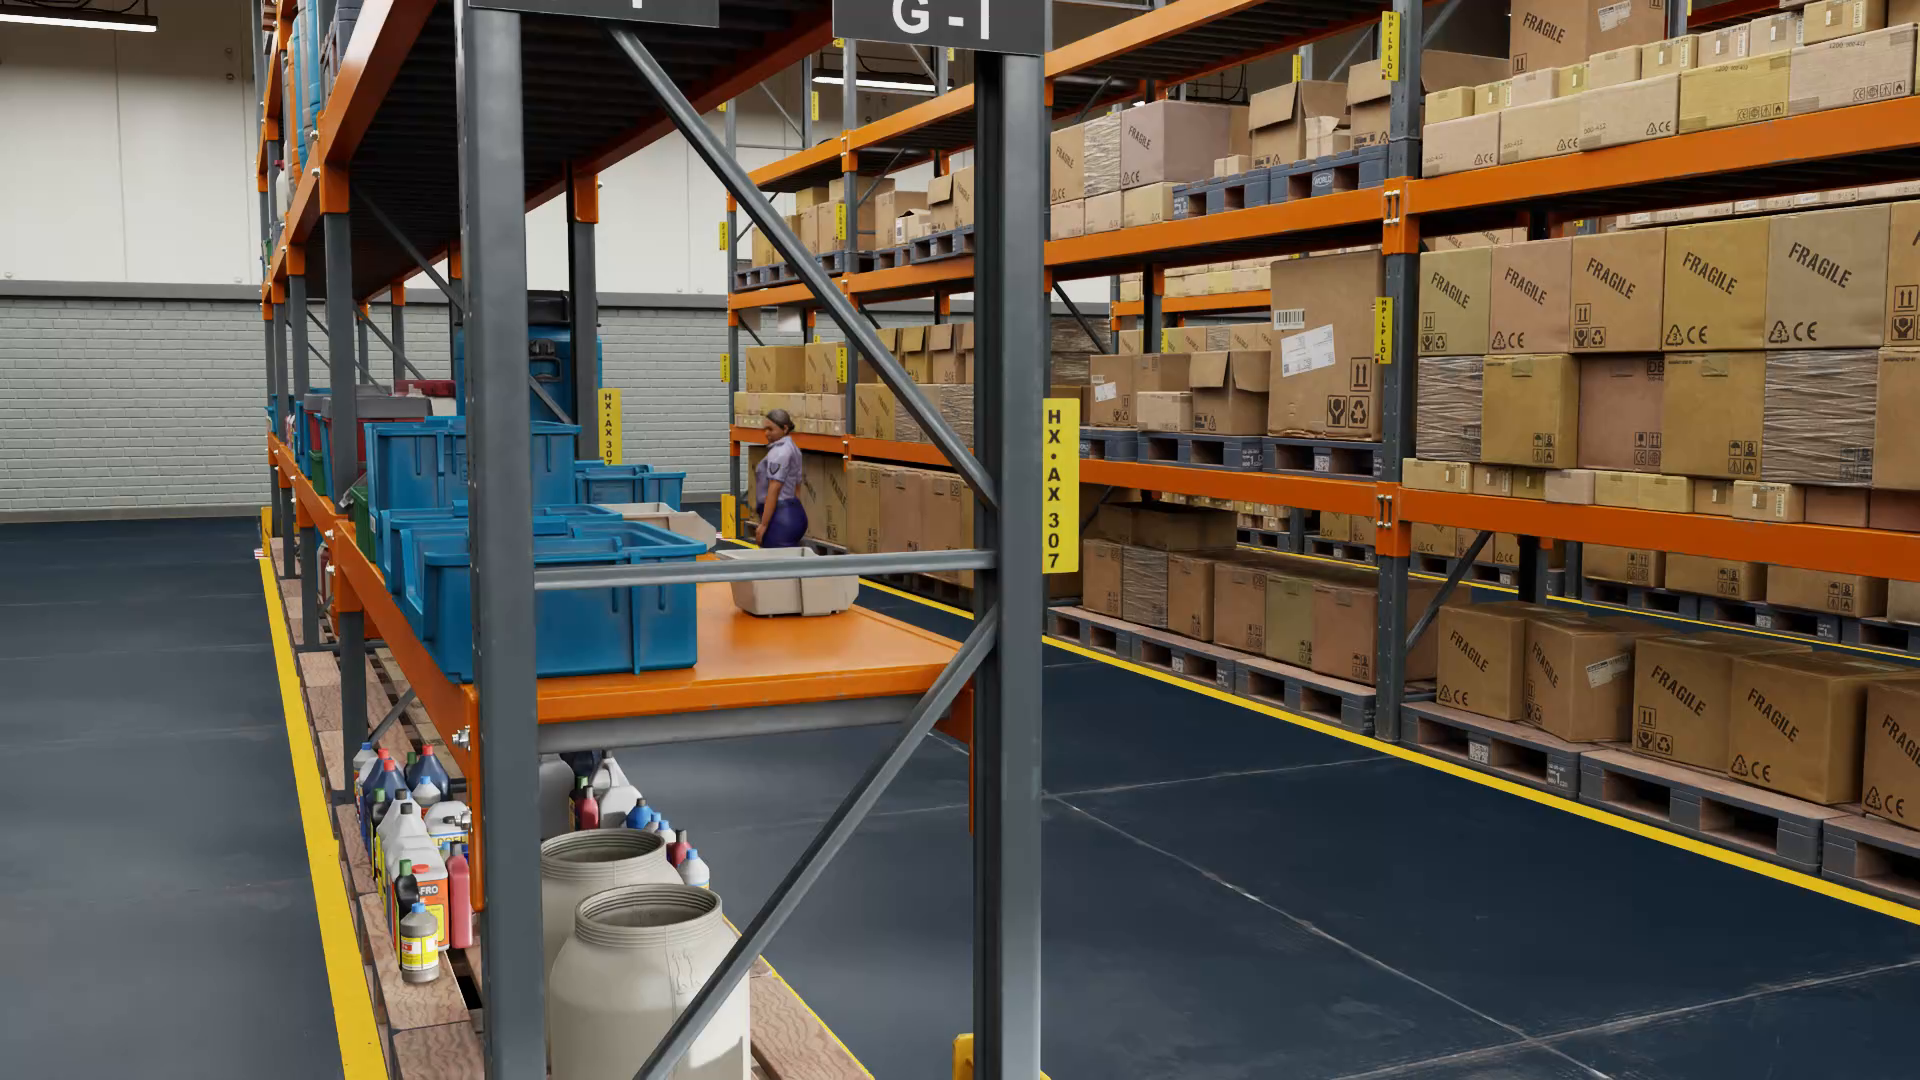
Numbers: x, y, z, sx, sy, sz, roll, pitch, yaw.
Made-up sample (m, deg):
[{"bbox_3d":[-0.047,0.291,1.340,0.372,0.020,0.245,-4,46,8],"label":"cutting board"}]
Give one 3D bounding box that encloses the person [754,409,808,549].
[{"bbox_3d":[-1.228,-0.093,11.624,0.748,1.647,0.523,1,6,12],"label":"person"}]
